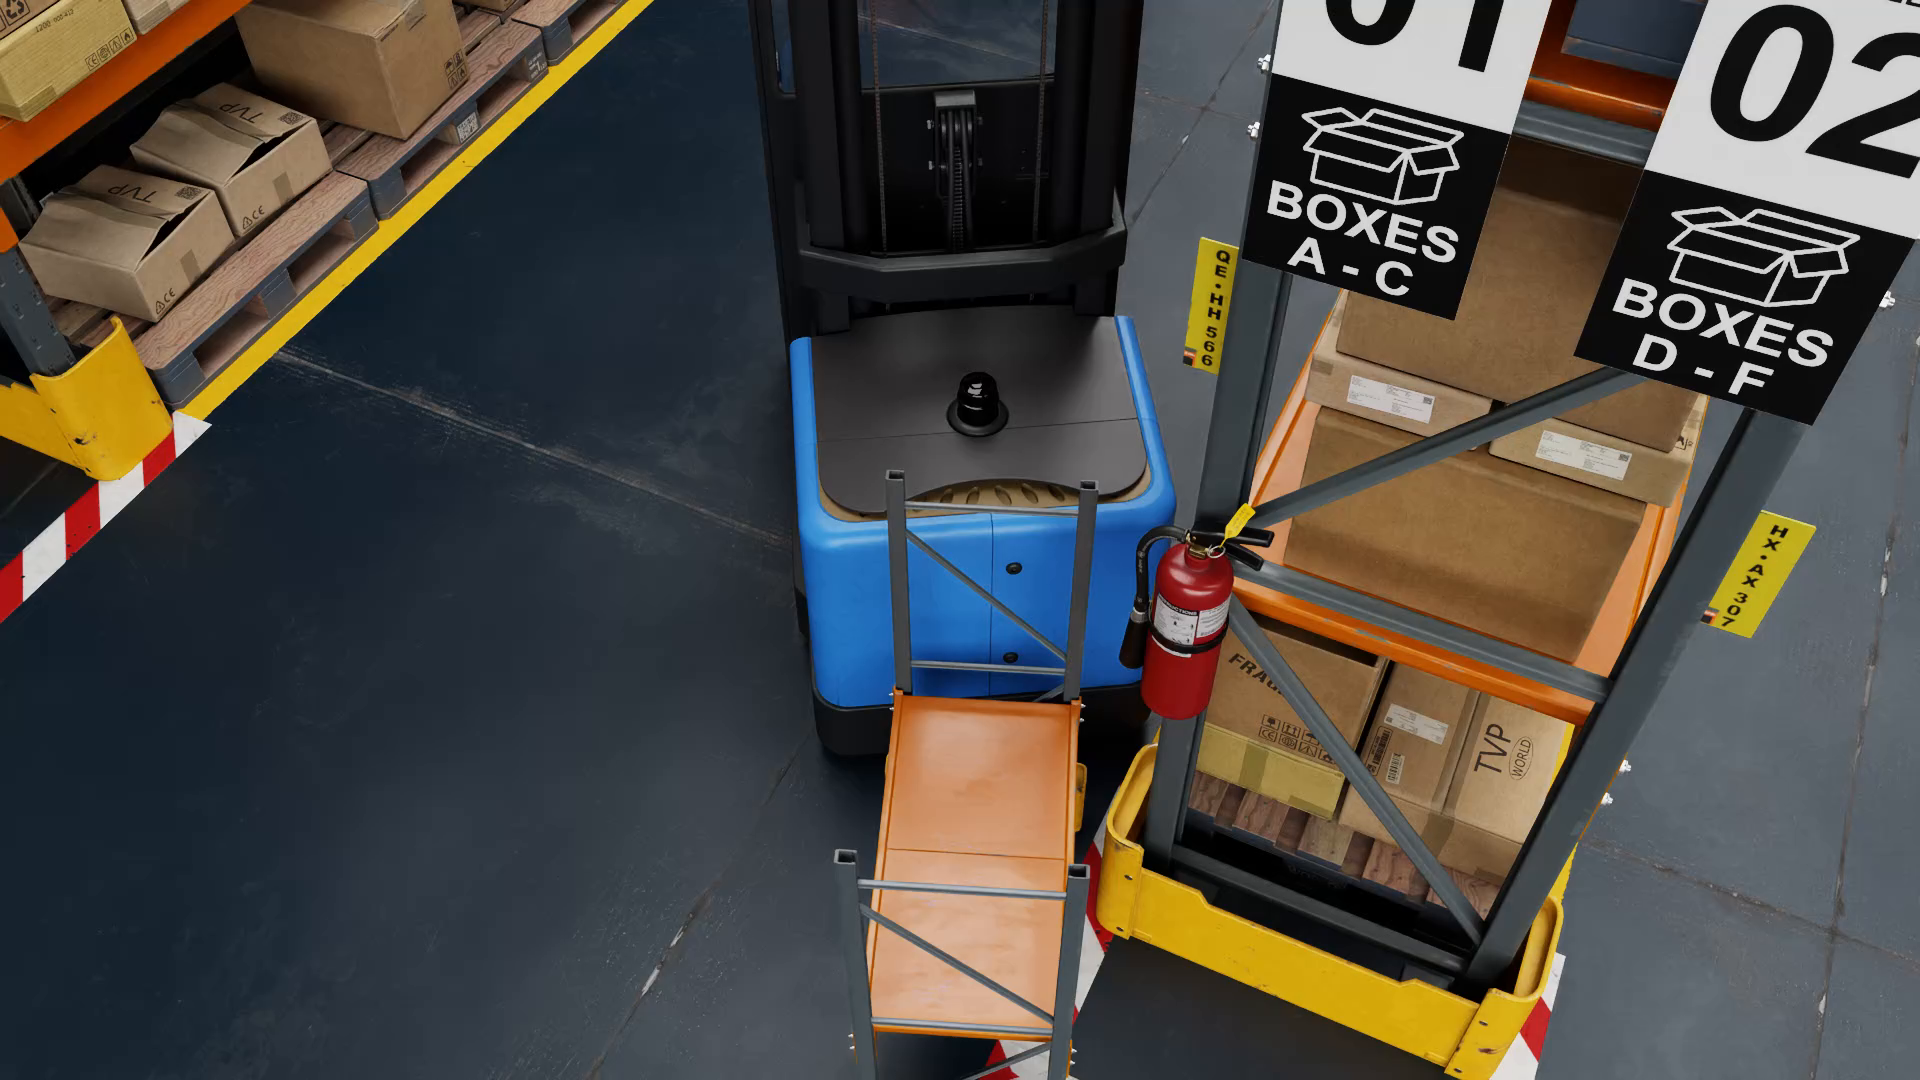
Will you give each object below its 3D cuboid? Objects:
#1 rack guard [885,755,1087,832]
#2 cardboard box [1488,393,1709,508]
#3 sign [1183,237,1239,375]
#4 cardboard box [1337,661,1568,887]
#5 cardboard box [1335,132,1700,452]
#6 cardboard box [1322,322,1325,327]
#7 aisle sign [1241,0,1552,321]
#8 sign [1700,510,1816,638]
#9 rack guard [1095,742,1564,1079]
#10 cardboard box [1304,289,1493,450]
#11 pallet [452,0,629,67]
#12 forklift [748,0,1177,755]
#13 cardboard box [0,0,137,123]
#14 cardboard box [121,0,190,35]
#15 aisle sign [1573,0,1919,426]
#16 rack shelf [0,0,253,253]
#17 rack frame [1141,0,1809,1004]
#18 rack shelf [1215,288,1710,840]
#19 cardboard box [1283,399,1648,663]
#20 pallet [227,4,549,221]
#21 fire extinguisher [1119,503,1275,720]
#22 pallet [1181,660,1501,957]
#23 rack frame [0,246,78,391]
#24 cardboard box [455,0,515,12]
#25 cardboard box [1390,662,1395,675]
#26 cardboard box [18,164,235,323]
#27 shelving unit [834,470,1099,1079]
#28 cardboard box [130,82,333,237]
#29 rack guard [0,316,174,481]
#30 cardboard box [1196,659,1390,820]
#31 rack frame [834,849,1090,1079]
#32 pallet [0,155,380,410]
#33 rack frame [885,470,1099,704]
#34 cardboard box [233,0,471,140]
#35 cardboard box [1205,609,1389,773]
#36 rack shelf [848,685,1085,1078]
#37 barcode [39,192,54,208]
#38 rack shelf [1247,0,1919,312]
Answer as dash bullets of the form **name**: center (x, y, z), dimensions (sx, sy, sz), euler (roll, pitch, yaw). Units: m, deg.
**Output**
- **rack guard**: center (0.075, 0.751, 4.947), dimensions (0.587, 0.250, 0.087), euler (3, 50, 3)
- **cardboard box**: center (1.346, -0.254, 3.505), dimensions (0.380, 0.149, 0.250), euler (19, 52, 16)
- **sign**: center (0.499, -0.449, 3.247), dimensions (0.100, 0.325, 0.005), euler (20, 52, 16)
- **cardboard box**: center (1.414, 0.647, 4.760), dimensions (0.500, 0.250, 0.500), euler (20, 52, 16)
- **cardboard box**: center (1.217, -0.618, 3.389), dimensions (0.700, 0.500, 0.500), euler (20, 52, 16)
- **cardboard box**: center (1.358, -0.459, 5.208), dimensions (0.500, 0.500, 0.500), euler (20, 52, 16)
- **aisle sign**: center (0.690, -0.704, 2.673), dimensions (0.394, 0.787, 0.004), euler (20, 52, 16)
- **sign**: center (1.483, 0.067, 3.103), dimensions (0.100, 0.325, 0.005), euler (20, 52, 16)
- **rack guard**: center (0.973, 1.015, 4.558), dimensions (1.175, 0.500, 0.348), euler (20, 52, 16)
- **cardboard box**: center (0.975, -0.379, 3.611), dimensions (0.380, 0.149, 0.250), euler (19, 52, 15)
- **pallet**: center (-2.043, -2.797, 7.992), dimensions (1.003, 0.211, 1.213), euler (20, 52, 16)
- **forklift**: center (-0.062, -1.423, 5.037), dimensions (1.130, 2.935, 3.031), euler (-4, 50, -4)
- **cardboard box**: center (-3.001, -1.611, 5.237), dimensions (0.500, 0.250, 0.500), euler (18, 52, 15)
- **cardboard box**: center (-2.792, -1.973, 5.545), dimensions (0.500, 0.250, 0.500), euler (18, 52, 15)
- **aisle sign**: center (1.232, -0.509, 2.506), dimensions (0.394, 0.787, 0.004), euler (20, 52, 16)
- **rack shelf**: center (-2.642, -2.565, 6.435), dimensions (1.077, 0.370, 4.000), euler (20, 52, 16)
- **rack frame**: center (0.984, 0.189, 3.620), dimensions (1.000, 3.000, 0.127), euler (20, 52, 16)
- **rack shelf**: center (1.838, -0.955, 5.066), dimensions (1.077, 0.370, 4.000), euler (20, 52, 16)
- **cardboard box**: center (1.195, -0.161, 3.852), dimensions (0.700, 0.500, 0.500), euler (20, 52, 16)
- **pallet**: center (-2.563, -1.954, 7.274), dimensions (1.003, 0.211, 1.213), euler (20, 52, 16)
- **fire extinguisher**: center (0.513, 0.144, 3.709), dimensions (0.296, 0.674, 0.183), euler (20, 52, 16)
- **pallet**: center (1.272, 0.552, 5.141), dimensions (1.003, 0.211, 1.213), euler (20, 52, 16)
- **rack frame**: center (-3.497, -1.420, 4.989), dimensions (1.000, 3.000, 0.127), euler (20, 52, 16)
- **cardboard box**: center (-2.195, -2.780, 7.498), dimensions (0.500, 0.500, 0.500), euler (16, 52, 13)
- **cardboard box**: center (1.624, 0.301, 5.054), dimensions (0.500, 0.250, 0.500), euler (20, 52, 16)
- **cardboard box**: center (-3.120, -1.139, 6.226), dimensions (0.500, 0.311, 0.500), euler (14, 51, 12)
- **shelving unit**: center (0.040, 0.725, 4.149), dimensions (0.587, 1.500, 1.083), euler (3, 50, 3)
- **cardboard box**: center (-2.876, -1.531, 6.560), dimensions (0.500, 0.311, 0.500), euler (24, 54, 19)
- **rack guard**: center (-3.464, -0.663, 5.986), dimensions (1.175, 0.500, 0.348), euler (20, 52, 16)
- **cardboard box**: center (0.946, 0.478, 4.903), dimensions (0.500, 0.250, 0.500), euler (20, 52, 16)
- **rack frame**: center (0.004, 1.118, 3.814), dimensions (0.500, 1.500, 0.032), euler (3, 50, 3)
- **pallet**: center (-3.085, -1.117, 6.562), dimensions (1.003, 0.211, 1.213), euler (20, 52, 16)
- **rack frame**: center (0.075, 0.345, 4.471), dimensions (0.500, 1.500, 0.032), euler (3, 50, 3)
- **cardboard box**: center (-2.518, -2.082, 6.904), dimensions (0.700, 0.500, 0.500), euler (17, 52, 14)
- **cardboard box**: center (0.944, 0.235, 4.618), dimensions (0.500, 0.500, 0.500), euler (20, 52, 16)
- **rack shelf**: center (0.039, 0.848, 4.280), dimensions (0.538, 0.185, 1.000), euler (3, 50, 3)
- **barcode**: center (-3.474, -1.284, 6.344), dimensions (0.001, 0.075, 0.075), euler (20, 52, 16)
- **rack shelf**: center (1.838, -1.927, 3.923), dimensions (1.077, 0.370, 4.000), euler (20, 52, 16)
